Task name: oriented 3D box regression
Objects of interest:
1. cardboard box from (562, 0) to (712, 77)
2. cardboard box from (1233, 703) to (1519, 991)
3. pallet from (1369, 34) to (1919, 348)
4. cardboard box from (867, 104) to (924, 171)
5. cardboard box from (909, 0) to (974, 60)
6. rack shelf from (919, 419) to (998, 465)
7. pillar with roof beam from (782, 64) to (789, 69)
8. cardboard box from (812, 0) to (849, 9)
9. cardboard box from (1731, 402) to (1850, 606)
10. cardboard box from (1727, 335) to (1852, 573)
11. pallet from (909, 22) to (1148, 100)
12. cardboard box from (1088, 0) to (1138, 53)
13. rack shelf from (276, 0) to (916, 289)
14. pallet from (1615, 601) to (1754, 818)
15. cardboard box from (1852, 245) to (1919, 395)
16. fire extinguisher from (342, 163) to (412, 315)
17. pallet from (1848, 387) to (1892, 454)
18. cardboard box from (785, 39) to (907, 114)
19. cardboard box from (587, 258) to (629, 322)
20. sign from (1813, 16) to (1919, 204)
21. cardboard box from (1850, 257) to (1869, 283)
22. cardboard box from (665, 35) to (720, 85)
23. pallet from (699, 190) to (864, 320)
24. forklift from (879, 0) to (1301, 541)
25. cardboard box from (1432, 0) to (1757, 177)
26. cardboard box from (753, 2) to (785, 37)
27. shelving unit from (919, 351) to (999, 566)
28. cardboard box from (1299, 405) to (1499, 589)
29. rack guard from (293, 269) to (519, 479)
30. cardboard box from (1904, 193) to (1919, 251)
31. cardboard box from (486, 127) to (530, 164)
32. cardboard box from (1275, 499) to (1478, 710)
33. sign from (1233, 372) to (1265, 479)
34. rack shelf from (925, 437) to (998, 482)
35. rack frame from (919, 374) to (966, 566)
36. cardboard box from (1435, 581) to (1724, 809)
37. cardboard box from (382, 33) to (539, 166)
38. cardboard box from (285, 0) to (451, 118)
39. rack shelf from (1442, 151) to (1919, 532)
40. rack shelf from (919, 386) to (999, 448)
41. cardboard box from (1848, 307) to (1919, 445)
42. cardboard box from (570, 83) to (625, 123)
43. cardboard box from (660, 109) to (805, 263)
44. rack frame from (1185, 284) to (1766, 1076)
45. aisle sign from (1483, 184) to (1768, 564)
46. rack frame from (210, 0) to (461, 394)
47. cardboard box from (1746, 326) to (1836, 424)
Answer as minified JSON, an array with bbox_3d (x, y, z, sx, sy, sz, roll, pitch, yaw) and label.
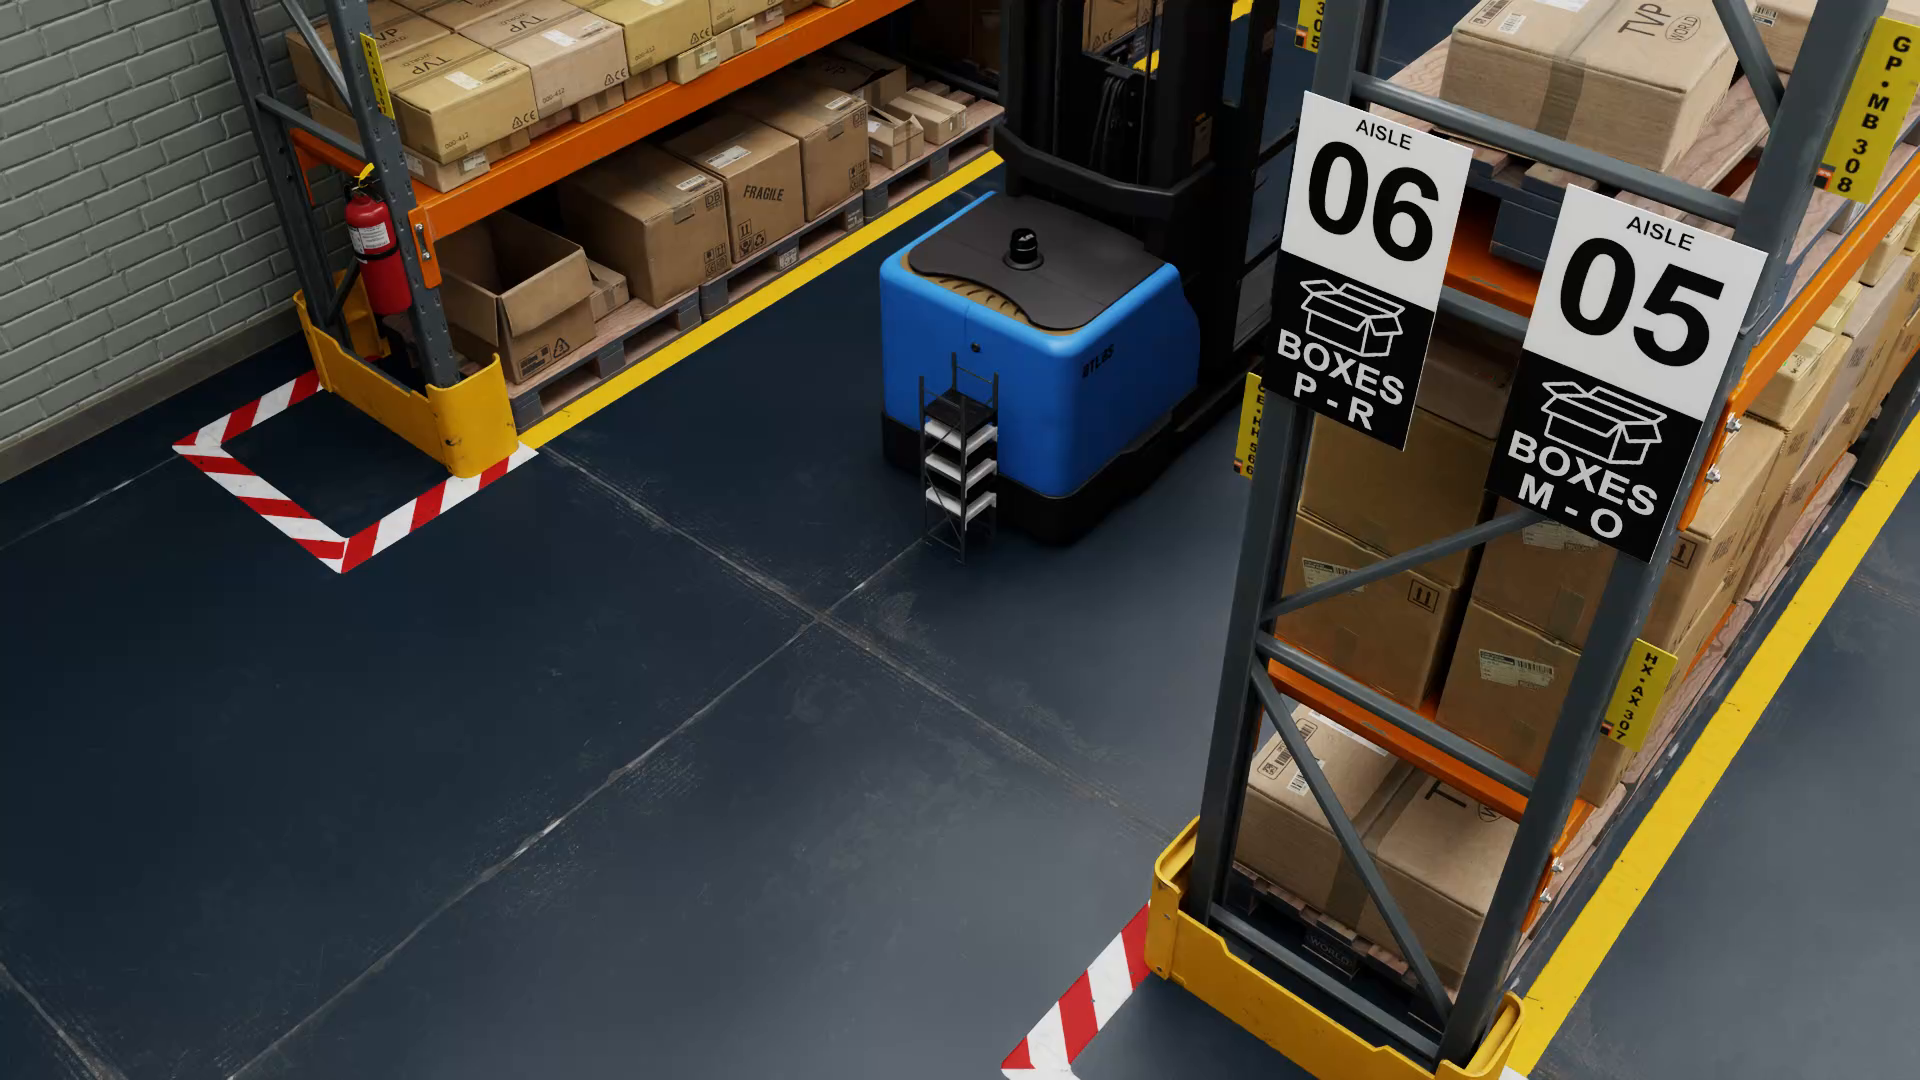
[{"bbox_3d":[-1.482,-2.367,7.513,0.500,0.250,0.500,29,49,28],"label":"cardboard box"},{"bbox_3d":[1.521,0.884,5.641,0.875,0.438,0.875,28,49,27],"label":"cardboard box"},{"bbox_3d":[1.643,-0.989,3.945,1.003,0.211,1.213,29,50,28],"label":"pallet"},{"bbox_3d":[-0.418,-2.278,9.246,0.396,0.266,0.258,31,51,30],"label":"cardboard box"},{"bbox_3d":[0.036,-3.344,10.244,0.500,0.500,0.500,29,50,28],"label":"cardboard box"},{"bbox_3d":[-0.005,-0.437,6.844,0.258,0.077,0.200,29,50,28],"label":"rack shelf"},{"bbox_3d":[2.103,-4.120,5.092,9.100,9.000,0.400,29,50,28],"label":"pillar with roof beam"},{"bbox_3d":[-0.698,-2.811,8.299,0.380,0.149,0.250,29,50,28],"label":"cardboard box"},{"bbox_3d":[2.347,-0.212,5.179,0.500,0.500,0.500,29,50,28],"label":"cardboard box"},{"bbox_3d":[2.027,-0.326,4.561,0.500,0.500,0.500,28,49,27],"label":"cardboard box"},{"bbox_3d":[0.440,-3.136,10.542,1.003,0.211,1.213,29,50,28],"label":"pallet"},{"bbox_3d":[0.765,-3.393,10.298,0.500,0.500,0.500,29,50,28],"label":"cardboard box"},{"bbox_3d":[-1.341,-2.437,8.235,1.077,0.370,4.000,29,50,28],"label":"rack shelf"},{"bbox_3d":[2.413,0.435,6.615,1.003,0.211,1.213,29,50,28],"label":"pallet"},{"bbox_3d":[2.673,-0.851,5.139,0.500,0.500,0.500,30,50,29],"label":"cardboard box"},{"bbox_3d":[-2.369,-1.230,6.708,0.296,0.674,0.183,29,50,28],"label":"fire extinguisher"},{"bbox_3d":[4.186,-0.984,8.175,1.003,0.211,1.213,29,50,28],"label":"pallet"},{"bbox_3d":[-0.660,-2.655,9.627,0.500,0.311,0.500,31,51,30],"label":"cardboard box"},{"bbox_3d":[-1.859,-1.249,8.201,0.380,0.149,0.250,28,49,27],"label":"cardboard box"},{"bbox_3d":[1.594,-0.745,2.901,0.100,0.325,0.005,29,50,28],"label":"sign"},{"bbox_3d":[2.267,-0.787,4.586,0.380,0.149,0.250,30,50,29],"label":"cardboard box"},{"bbox_3d":[-1.340,-2.272,7.706,0.380,0.149,0.250,28,49,27],"label":"cardboard box"},{"bbox_3d":[-1.282,-1.716,8.981,1.003,0.211,1.213,29,50,28],"label":"pallet"},{"bbox_3d":[0.960,-2.014,7.286,1.130,2.935,3.031,28,49,28],"label":"forklift"},{"bbox_3d":[1.394,-1.043,3.663,0.500,0.250,0.500,25,48,25],"label":"cardboard box"},{"bbox_3d":[-1.073,-2.579,8.044,0.380,0.149,0.250,29,50,28],"label":"cardboard box"},{"bbox_3d":[-0.005,-0.329,6.943,0.258,0.900,0.210,29,50,28],"label":"shelving unit"},{"bbox_3d":[1.301,-0.284,4.515,0.500,0.500,0.500,31,51,30],"label":"cardboard box"},{"bbox_3d":[-2.579,-0.787,7.744,1.175,0.500,0.348,29,50,28],"label":"rack guard"},{"bbox_3d":[2.644,-1.016,4.838,0.380,0.149,0.250,28,49,28],"label":"cardboard box"},{"bbox_3d":[-2.078,-1.781,7.166,0.380,0.149,0.250,31,51,29],"label":"cardboard box"},{"bbox_3d":[1.281,0.074,4.864,0.500,0.500,0.500,30,50,29],"label":"cardboard box"},{"bbox_3d":[0.767,-0.284,4.296,0.100,0.325,0.005,29,50,28],"label":"sign"},{"bbox_3d":[-0.005,-0.371,6.905,0.258,0.077,0.200,29,50,28],"label":"rack shelf"},{"bbox_3d":[-0.071,-0.276,6.885,0.240,0.900,0.006,29,50,28],"label":"rack frame"},{"bbox_3d":[1.702,0.314,4.600,0.500,0.500,0.500,29,50,28],"label":"cardboard box"},{"bbox_3d":[-2.130,-1.844,6.939,0.500,0.250,0.500,30,50,29],"label":"cardboard box"},{"bbox_3d":[-2.535,-2.079,7.197,0.500,0.250,0.500,31,51,30],"label":"cardboard box"},{"bbox_3d":[2.460,-1.399,4.864,1.077,0.370,4.000,29,50,28],"label":"rack shelf"},{"bbox_3d":[-0.005,-0.504,6.783,0.258,0.077,0.200,29,50,28],"label":"rack shelf"},{"bbox_3d":[3.005,-0.740,5.760,0.500,0.500,0.500,29,50,28],"label":"cardboard box"},{"bbox_3d":[-1.726,-2.035,7.446,0.380,0.149,0.250,31,51,30],"label":"cardboard box"},{"bbox_3d":[-1.165,-1.830,8.578,0.500,0.500,0.500,30,50,29],"label":"cardboard box"},{"bbox_3d":[1.173,0.474,4.499,1.000,3.000,0.127,29,50,28],"label":"rack frame"},{"bbox_3d":[1.349,-0.325,3.445,0.394,0.787,0.004,29,50,28],"label":"aisle sign"},{"bbox_3d":[-2.628,-1.673,6.860,1.000,3.000,0.127,29,50,28],"label":"rack frame"},{"bbox_3d":[1.983,-0.486,4.255,0.380,0.149,0.250,31,51,30],"label":"cardboard box"}]
